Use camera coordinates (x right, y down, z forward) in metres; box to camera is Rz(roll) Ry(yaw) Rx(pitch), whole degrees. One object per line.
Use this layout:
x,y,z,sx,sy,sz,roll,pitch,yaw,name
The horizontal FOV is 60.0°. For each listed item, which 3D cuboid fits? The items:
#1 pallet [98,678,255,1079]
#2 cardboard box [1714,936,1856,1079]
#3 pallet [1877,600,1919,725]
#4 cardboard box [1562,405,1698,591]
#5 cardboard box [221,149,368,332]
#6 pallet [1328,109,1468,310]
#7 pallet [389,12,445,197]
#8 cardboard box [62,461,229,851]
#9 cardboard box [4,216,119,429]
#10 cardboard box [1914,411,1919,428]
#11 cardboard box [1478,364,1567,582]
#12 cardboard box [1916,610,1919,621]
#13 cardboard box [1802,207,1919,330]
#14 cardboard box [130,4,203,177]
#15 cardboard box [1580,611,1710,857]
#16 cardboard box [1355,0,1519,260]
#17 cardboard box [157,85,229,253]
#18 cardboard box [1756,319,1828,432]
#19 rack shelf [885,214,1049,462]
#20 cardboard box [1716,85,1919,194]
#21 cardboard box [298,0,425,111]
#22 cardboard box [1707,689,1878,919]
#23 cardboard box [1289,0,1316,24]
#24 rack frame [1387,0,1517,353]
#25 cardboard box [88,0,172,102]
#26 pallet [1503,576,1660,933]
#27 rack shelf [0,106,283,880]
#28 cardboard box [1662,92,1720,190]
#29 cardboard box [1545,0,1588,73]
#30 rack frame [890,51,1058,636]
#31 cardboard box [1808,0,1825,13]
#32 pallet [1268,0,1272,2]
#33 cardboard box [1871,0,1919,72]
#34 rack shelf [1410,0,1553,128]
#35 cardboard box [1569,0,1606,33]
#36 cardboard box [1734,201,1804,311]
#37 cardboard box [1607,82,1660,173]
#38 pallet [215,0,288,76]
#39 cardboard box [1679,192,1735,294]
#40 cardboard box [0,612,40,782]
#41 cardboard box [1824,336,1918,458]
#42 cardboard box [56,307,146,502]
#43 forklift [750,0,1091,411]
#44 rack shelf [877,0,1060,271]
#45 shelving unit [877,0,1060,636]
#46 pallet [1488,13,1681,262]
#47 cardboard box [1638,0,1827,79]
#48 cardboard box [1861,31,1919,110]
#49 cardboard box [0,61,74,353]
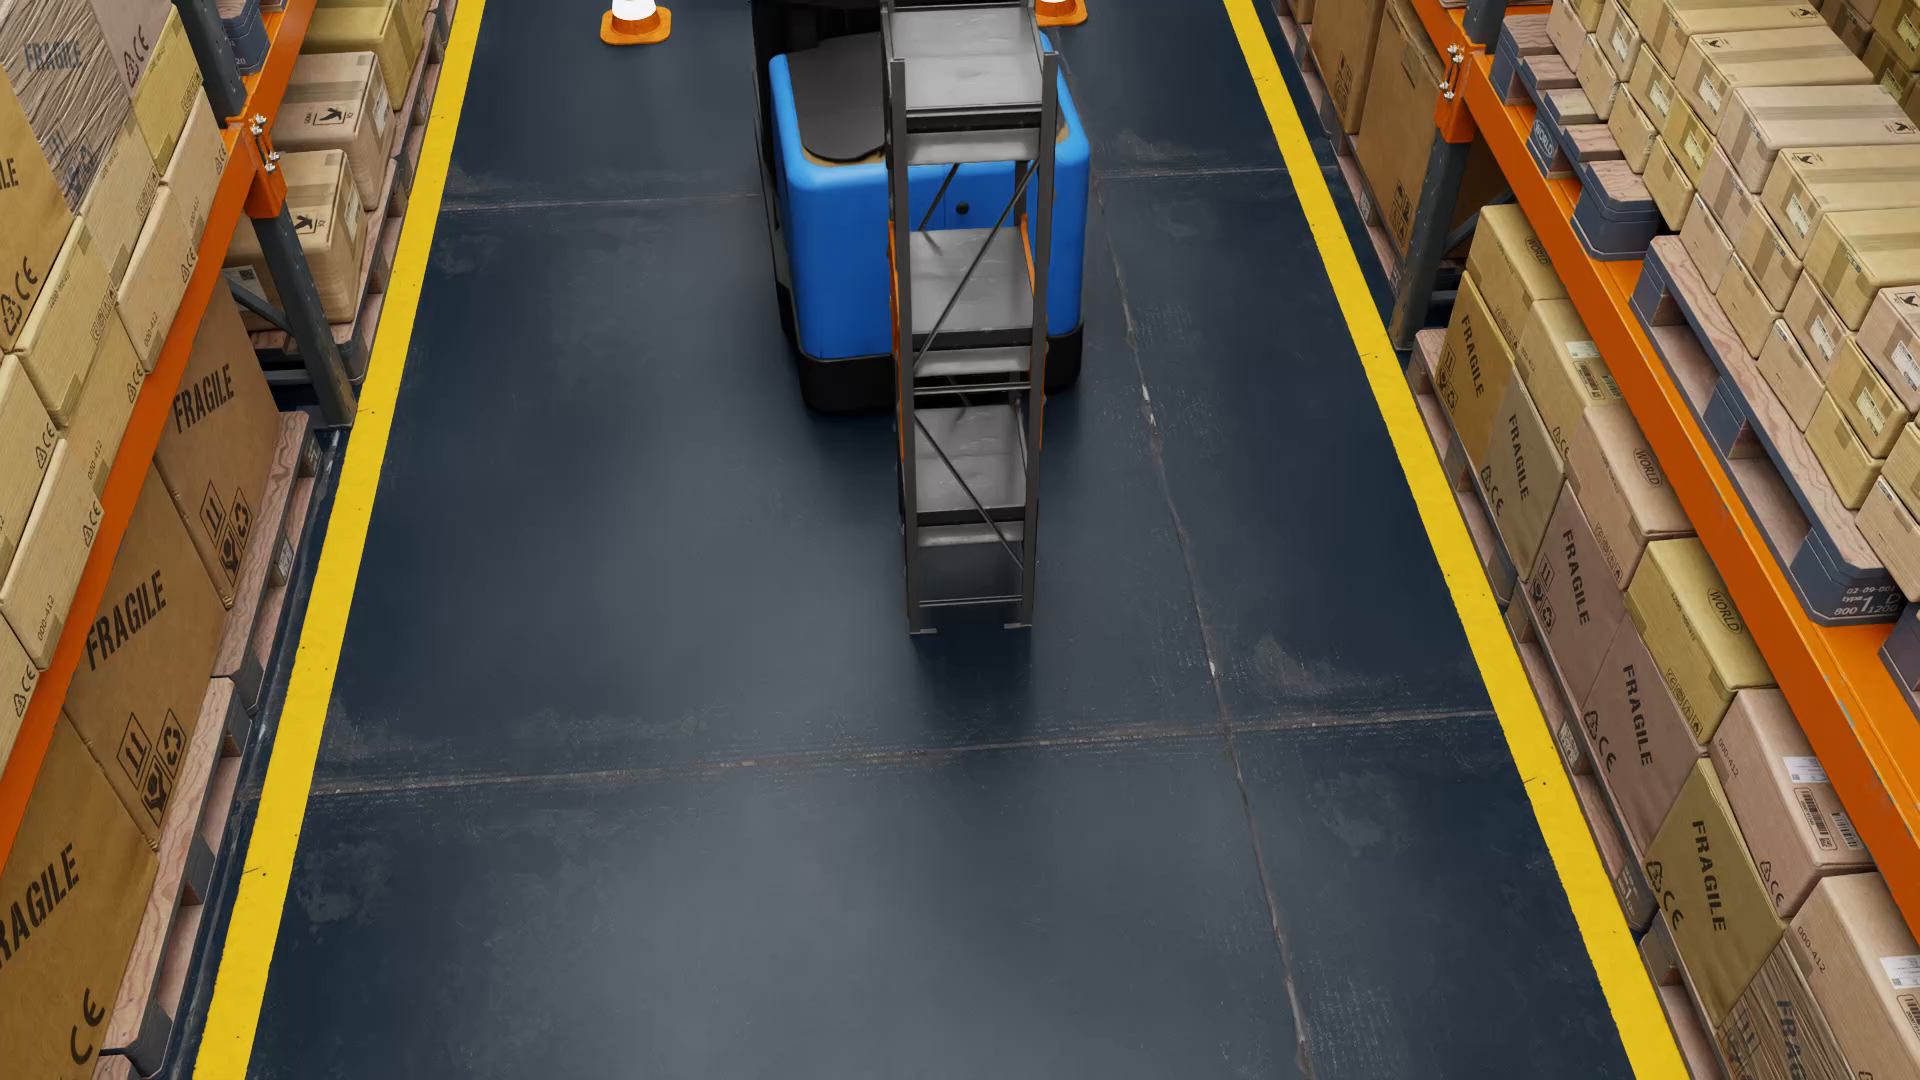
-2.655,0.958,4.698,1.003,0.211,1.213,-3,47,-3,pallet
2.201,1.258,3.925,0.500,0.500,0.500,-4,47,-4,cardboard box
2.595,0.567,3.279,1.003,0.211,1.213,-3,47,-3,pallet
2.067,-0.134,4.727,0.500,0.250,0.500,-3,47,-3,cardboard box
-2.782,-1.107,6.253,0.950,0.372,0.625,-6,47,-6,cardboard box
2.188,-1.447,6.975,1.003,0.211,1.213,-3,47,-3,pallet
-2.908,-1.944,7.446,1.003,0.211,1.213,-3,47,-3,pallet
-2.700,0.280,4.593,0.875,0.875,0.875,-3,47,-3,cardboard box
-2.342,-0.502,3.919,0.500,0.250,0.500,-5,47,-4,cardboard box
2.204,-0.227,3.373,0.380,0.149,0.250,-5,47,-5,cardboard box
2.030,-0.225,5.329,0.500,0.500,0.500,-3,47,-3,cardboard box
2.222,0.180,3.397,0.380,0.149,0.250,-6,47,-5,cardboard box
2.153,-0.616,3.741,0.380,0.149,0.250,-4,47,-4,cardboard box
-2.451,-1.242,4.619,0.500,0.250,0.500,-4,47,-3,cardboard box
2.120,0.516,4.628,0.500,0.500,0.500,-4,47,-4,cardboard box
2.218,-1.648,6.505,1.050,0.750,0.750,-4,47,-4,cardboard box
-2.444,-1.055,4.787,0.500,0.250,0.500,-5,47,-5,cardboard box
2.149,-0.405,3.952,0.380,0.149,0.250,-5,47,-5,cardboard box
0.014,-0.593,4.884,0.431,0.518,0.480,-3,47,-3,rack shelf
2.112,-0.988,4.094,0.380,0.149,0.250,-2,47,-1,cardboard box
-2.910,-2.189,7.278,0.950,0.372,0.625,-2,47,-2,cardboard box
2.170,0.624,4.009,0.500,0.250,0.500,-1,47,-1,cardboard box
2.063,-2.954,7.742,1.050,0.750,0.750,-3,47,-3,cardboard box
2.179,-1.831,5.418,1.000,3.000,0.127,-3,47,-3,rack frame
-2.441,-1.477,4.325,0.500,0.500,0.500,-5,47,-4,cardboard box
2.342,0.574,5.061,1.003,0.211,1.213,-3,47,-3,pallet
-2.578,0.238,3.955,1.077,0.370,4.000,-3,47,-3,rack shelf
2.091,-1.058,4.365,0.380,0.149,0.250,-3,47,-3,cardboard box
2.015,-1.553,5.039,0.380,0.149,0.250,-4,47,-4,cardboard box
0.034,-0.426,4.707,0.400,2.100,0.015,-3,47,-3,rack frame
2.674,-1.661,4.936,0.380,0.149,0.250,-3,47,-2,cardboard box
1.984,-3.212,8.647,1.003,0.211,1.213,-3,47,-3,pallet
2.718,-1.395,4.480,0.380,0.149,0.250,-2,47,-2,cardboard box
2.012,-3.030,7.050,1.077,0.370,4.000,-3,47,-3,rack shelf
2.020,-1.629,4.906,0.380,0.149,0.250,-2,47,-2,cardboard box
2.129,-0.698,4.024,0.380,0.149,0.250,-4,47,-4,cardboard box
2.061,-1.164,4.670,0.380,0.149,0.250,-1,47,-1,cardboard box
-2.911,-1.900,5.616,1.213,0.211,1.003,-3,47,-3,pallet
2.110,-0.776,4.303,0.380,0.149,0.250,-2,47,-2,cardboard box
-2.256,0.408,3.401,0.500,0.250,0.500,-4,47,-4,cardboard box
2.170,-0.327,3.672,0.380,0.149,0.250,-3,47,-3,cardboard box
-2.360,-0.321,4.092,0.500,0.250,0.500,-4,47,-4,cardboard box
-0.295,-2.564,6.160,1.130,2.935,3.031,-7,47,-6,forklift
0.014,-1.074,4.376,0.431,0.518,0.480,-3,47,-3,rack shelf
0.014,-0.602,4.874,0.431,2.100,0.503,-3,47,-3,shelving unit
2.345,-1.256,5.005,1.213,0.211,1.003,-3,47,-3,pallet
2.066,-1.375,4.461,0.380,0.149,0.250,-4,47,-4,cardboard box
2.723,-1.278,4.573,0.380,0.149,0.250,-2,47,-2,cardboard box
-2.355,-0.746,3.633,0.500,0.500,0.500,-3,47,-3,cardboard box
